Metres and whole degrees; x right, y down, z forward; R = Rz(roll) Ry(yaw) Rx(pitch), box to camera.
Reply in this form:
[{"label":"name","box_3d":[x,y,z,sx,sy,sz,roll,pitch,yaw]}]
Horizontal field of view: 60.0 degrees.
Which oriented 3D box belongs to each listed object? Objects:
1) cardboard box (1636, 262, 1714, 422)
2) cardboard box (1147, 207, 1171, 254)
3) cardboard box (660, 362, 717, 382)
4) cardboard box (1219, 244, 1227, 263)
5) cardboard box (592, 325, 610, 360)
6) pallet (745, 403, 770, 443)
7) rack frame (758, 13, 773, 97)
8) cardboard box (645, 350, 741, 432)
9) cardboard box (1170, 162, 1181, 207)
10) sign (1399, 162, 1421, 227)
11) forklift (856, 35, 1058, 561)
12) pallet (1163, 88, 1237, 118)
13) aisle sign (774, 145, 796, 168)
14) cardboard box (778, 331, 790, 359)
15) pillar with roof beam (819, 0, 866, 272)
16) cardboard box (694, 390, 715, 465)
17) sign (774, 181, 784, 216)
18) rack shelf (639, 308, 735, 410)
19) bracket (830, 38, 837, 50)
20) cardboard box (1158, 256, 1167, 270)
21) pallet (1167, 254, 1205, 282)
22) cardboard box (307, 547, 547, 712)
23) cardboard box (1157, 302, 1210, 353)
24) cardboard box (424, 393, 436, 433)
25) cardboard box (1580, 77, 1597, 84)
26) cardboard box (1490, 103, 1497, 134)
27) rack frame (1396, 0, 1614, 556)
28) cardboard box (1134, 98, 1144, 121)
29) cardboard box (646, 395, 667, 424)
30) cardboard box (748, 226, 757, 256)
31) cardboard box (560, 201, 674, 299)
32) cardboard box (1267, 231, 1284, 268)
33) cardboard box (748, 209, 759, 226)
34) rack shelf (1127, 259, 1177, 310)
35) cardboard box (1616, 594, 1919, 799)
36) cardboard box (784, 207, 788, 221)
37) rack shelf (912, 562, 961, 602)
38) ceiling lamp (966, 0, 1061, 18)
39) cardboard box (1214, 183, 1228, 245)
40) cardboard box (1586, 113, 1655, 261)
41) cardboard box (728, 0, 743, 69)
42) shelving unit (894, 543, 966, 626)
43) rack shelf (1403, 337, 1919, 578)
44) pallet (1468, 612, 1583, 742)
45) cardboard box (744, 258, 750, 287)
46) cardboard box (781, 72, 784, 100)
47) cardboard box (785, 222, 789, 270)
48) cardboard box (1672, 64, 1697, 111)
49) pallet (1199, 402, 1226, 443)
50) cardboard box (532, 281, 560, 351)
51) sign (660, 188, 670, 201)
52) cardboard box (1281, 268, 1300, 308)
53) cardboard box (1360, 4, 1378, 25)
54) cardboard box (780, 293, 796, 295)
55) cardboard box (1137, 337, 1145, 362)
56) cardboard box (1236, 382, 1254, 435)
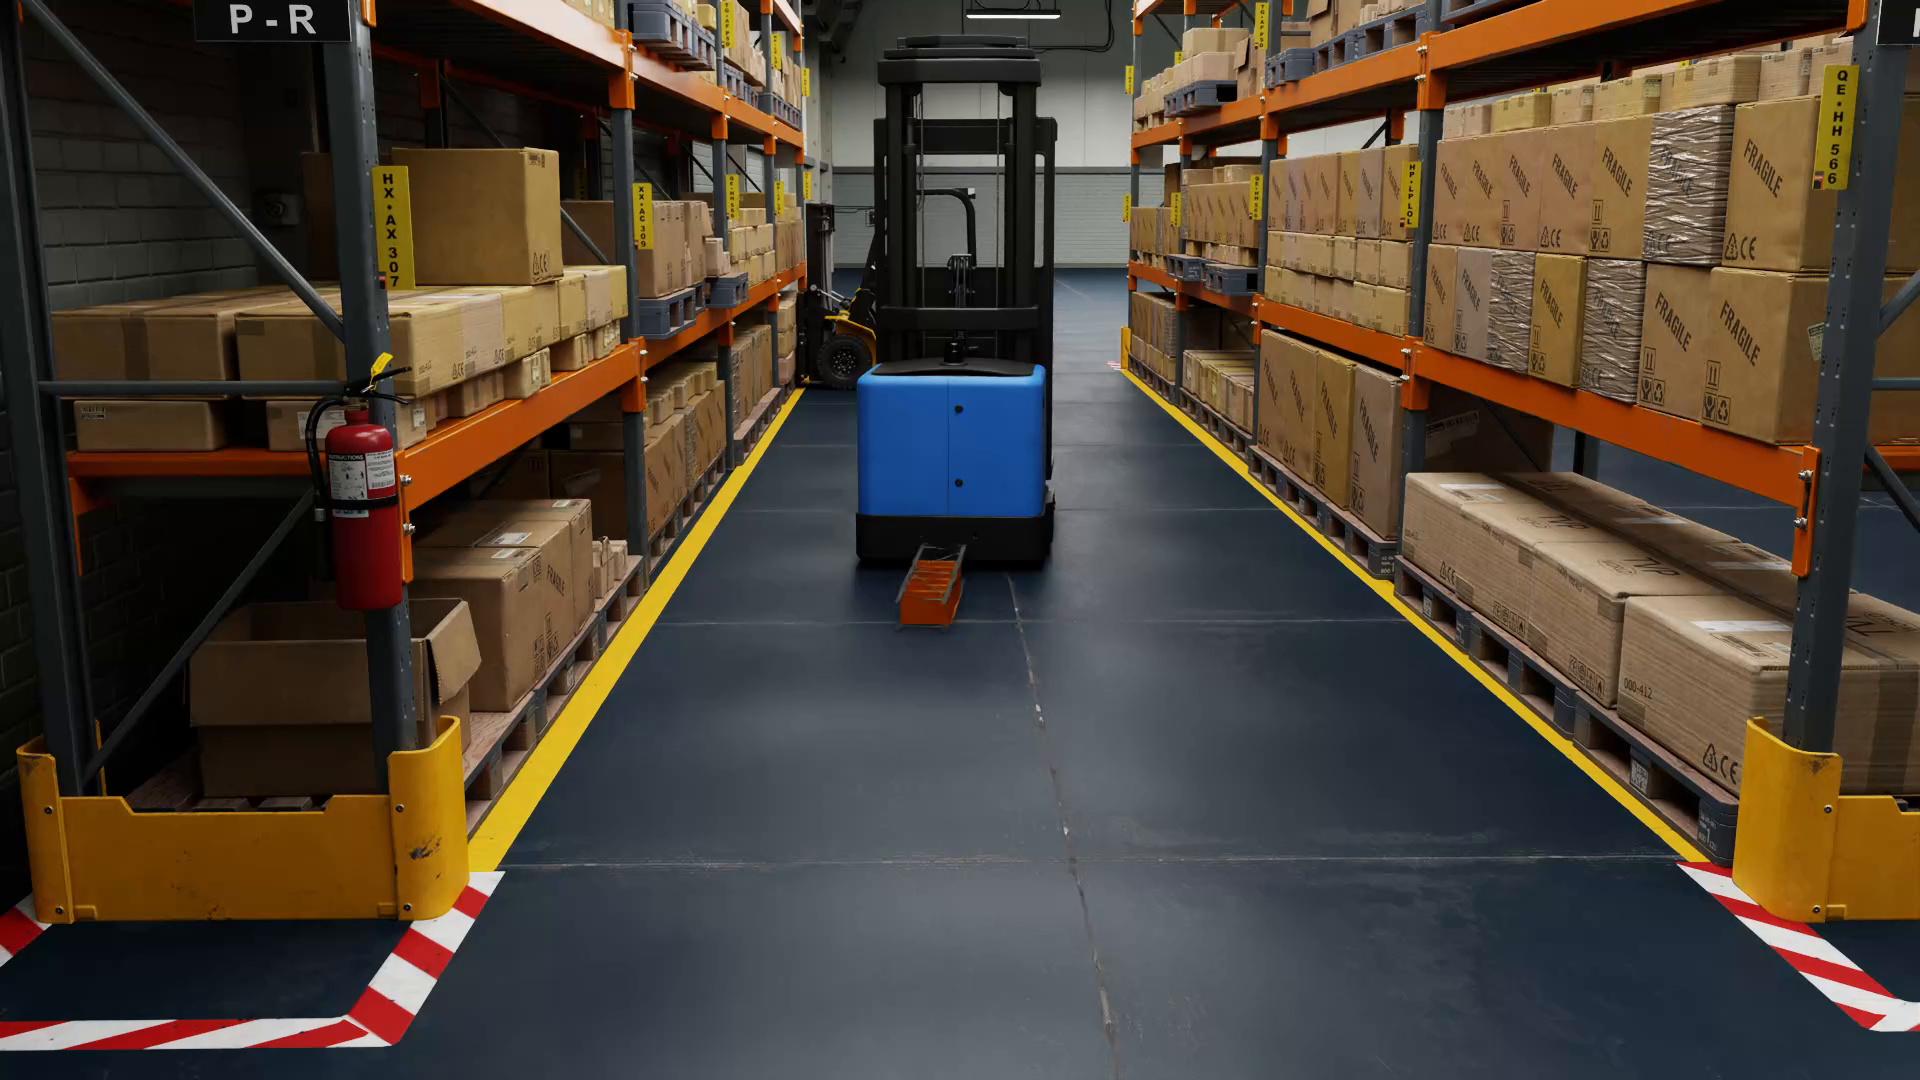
[{"label":"cardboard box","box_3d":[2.636,-0.670,5.565,0.500,0.500,0.500,0,11,-2]},{"label":"cardboard box","box_3d":[2.352,-3.401,18.279,0.500,0.500,0.500,0,11,-2]},{"label":"cardboard box","box_3d":[-1.959,-1.197,12.013,0.380,0.149,0.250,-1,11,-4]},{"label":"cardboard box","box_3d":[2.353,-2.371,13.777,0.380,0.149,0.250,0,11,0]},{"label":"cardboard box","box_3d":[-1.824,-0.911,7.639,0.380,0.149,0.250,0,11,0]},{"label":"pallet","box_3d":[-2.223,-1.034,14.627,1.003,0.211,1.213,0,11,-1]},{"label":"rack frame","box_3d":[-2.305,-5.731,15.673,1.000,3.000,0.127,0,11,-1]},{"label":"cardboard box","box_3d":[-2.222,-1.161,13.156,0.875,0.625,0.625,0,11,1]},{"label":"cardboard box","box_3d":[2.807,-4.090,19.162,0.700,0.500,0.500,0,11,-1]},{"label":"sign","box_3d":[2.281,-1.746,8.407,0.100,0.325,0.005,0,11,-1]},{"label":"forklift","box_3d":[0.046,-1.560,10.377,1.130,2.935,3.031,1,11,4]},{"label":"pallet","box_3d":[2.564,-4.066,15.487,1.213,0.211,1.003,0,11,-1]},{"label":"aisle sign","box_3d":[-2.095,-4.874,20.000,0.394,0.787,0.004,0,11,-1]},{"label":"cardboard box","box_3d":[-2.006,-1.991,16.931,0.500,0.250,0.500,0,11,-1]},{"label":"pillar with roof beam","box_3d":[0.410,-12.365,48.373,9.100,9.000,0.548,0,11,-1]},{"label":"cardboard box","box_3d":[-1.999,-0.793,11.656,0.500,0.500,0.500,0,11,-2]},{"label":"sign","box_3d":[-1.763,-3.323,16.182,0.100,0.325,0.005,0,11,-1]},{"label":"rack shelf","box_3d":[-2.181,-1.245,10.462,1.077,0.370,4.000,0,11,-1]},{"label":"bracket","box_3d":[-3.478,-13.518,45.004,0.076,0.066,4.783,0,11,-1]},{"label":"cardboard box","box_3d":[2.322,-2.953,17.703,0.380,0.149,0.250,0,11,-2]},{"label":"pallet","box_3d":[2.528,-2.565,15.641,1.003,0.211,1.213,0,11,-1]},{"label":"cardboard box","box_3d":[-1.954,0.322,6.158,0.700,0.500,0.500,0,11,1]},{"label":"cardboard box","box_3d":[2.365,-2.255,17.603,0.500,0.500,0.500,0,11,0]},{"label":"cardboard box","box_3d":[-1.841,-0.399,5.112,0.380,0.149,0.250,0,11,0]},{"label":"cardboard box","box_3d":[7.298,-5.146,18.657,0.500,0.250,0.500,0,11,-2]},{"label":"cardboard box","box_3d":[2.639,-1.913,7.546,0.380,0.149,0.250,0,11,-2]},{"label":"rack frame","box_3d":[2.823,-1.221,8.535,1.000,3.000,0.127,0,11,-1]},{"label":"cardboard box","box_3d":[2.319,-5.048,19.482,0.500,0.250,0.500,0,11,-2]},{"label":"cardboard box","box_3d":[-1.968,-0.781,9.965,0.380,0.149,0.250,0,11,-1]},{"label":"cardboard box","box_3d":[-2.025,-2.561,14.259,0.500,0.250,0.500,0,11,0]},{"label":"cardboard box","box_3d":[-1.926,-1.552,8.857,0.700,0.500,0.500,0,11,0]},{"label":"cardboard box","box_3d":[2.504,-2.086,11.918,0.500,0.250,0.500,0,11,-2]},{"label":"cardboard box","box_3d":[-1.937,-2.784,14.355,0.380,0.149,0.250,-1,11,-3]},{"label":"rack shelf","box_3d":[2.616,-2.857,18.405,1.077,0.370,4.000,0,11,-1]},{"label":"cardboard box","box_3d":[2.792,0.493,5.473,0.875,0.438,0.875,-1,11,-3]},{"label":"cardboard box","box_3d":[-2.061,-3.529,18.028,0.380,0.149,0.250,0,11,-2]},{"label":"rack shelf","box_3d":[-0.124,0.211,8.507,0.258,0.180,0.103,2,13,4]},{"label":"ceiling lamp","box_3d":[1.122,-12.648,35.090,2.000,3.185,0.800,0,11,-1]},{"label":"cardboard box","box_3d":[2.420,-2.709,13.813,0.500,0.500,0.500,-1,12,-5]},{"label":"cardboard box","box_3d":[2.610,-1.262,5.970,0.500,0.500,0.500,0,11,-1]},{"label":"cardboard box","box_3d":[-2.104,-4.014,13.197,0.700,0.500,0.500,0,11,-2]},{"label":"shelving unit","box_3d":[-0.138,0.249,8.347,0.258,0.189,1.200,2,13,4]},{"label":"rack shelf","box_3d":[2.864,-0.471,6.647,1.077,0.370,4.000,0,11,-1]},{"label":"pallet","box_3d":[2.788,0.540,6.867,1.003,0.211,1.213,0,11,-1]},{"label":"cardboard box","box_3d":[-2.010,-2.213,13.802,0.500,0.250,0.500,-1,11,-3]},{"label":"cardboard box","box_3d":[-2.032,-4.746,17.393,0.396,0.266,0.258,-1,11,-2]},{"label":"cardboard box","box_3d":[-2.092,-3.133,17.705,0.500,0.500,0.500,0,11,-2]},{"label":"cardboard box","box_3d":[2.615,-1.505,5.536,0.380,0.149,0.250,0,11,0]},{"label":"pallet","box_3d":[2.703,-1.047,14.689,1.003,0.211,1.213,0,11,-1]},{"label":"cardboard box","box_3d":[-1.853,-0.871,6.438,0.500,0.250,0.500,-1,11,-3]},{"label":"sign","box_3d":[-2.860,-3.251,16.162,0.100,0.325,0.005,0,11,-1]},{"label":"cardboard box","box_3d":[2.527,-1.743,11.482,0.500,0.250,0.500,-1,11,-3]},{"label":"cardboard box","box_3d":[2.634,-3.158,10.068,0.380,0.166,0.250,1,11,4]},{"label":"cardboard box","box_3d":[-2.050,-2.742,19.376,0.500,0.250,0.500,0,11,0]},{"label":"cardboard box","box_3d":[2.318,-2.202,19.228,0.500,0.250,0.500,0,11,1]},{"label":"cardboard box","box_3d":[2.738,-1.047,13.227,0.950,0.372,0.625,-1,12,-5]}]
